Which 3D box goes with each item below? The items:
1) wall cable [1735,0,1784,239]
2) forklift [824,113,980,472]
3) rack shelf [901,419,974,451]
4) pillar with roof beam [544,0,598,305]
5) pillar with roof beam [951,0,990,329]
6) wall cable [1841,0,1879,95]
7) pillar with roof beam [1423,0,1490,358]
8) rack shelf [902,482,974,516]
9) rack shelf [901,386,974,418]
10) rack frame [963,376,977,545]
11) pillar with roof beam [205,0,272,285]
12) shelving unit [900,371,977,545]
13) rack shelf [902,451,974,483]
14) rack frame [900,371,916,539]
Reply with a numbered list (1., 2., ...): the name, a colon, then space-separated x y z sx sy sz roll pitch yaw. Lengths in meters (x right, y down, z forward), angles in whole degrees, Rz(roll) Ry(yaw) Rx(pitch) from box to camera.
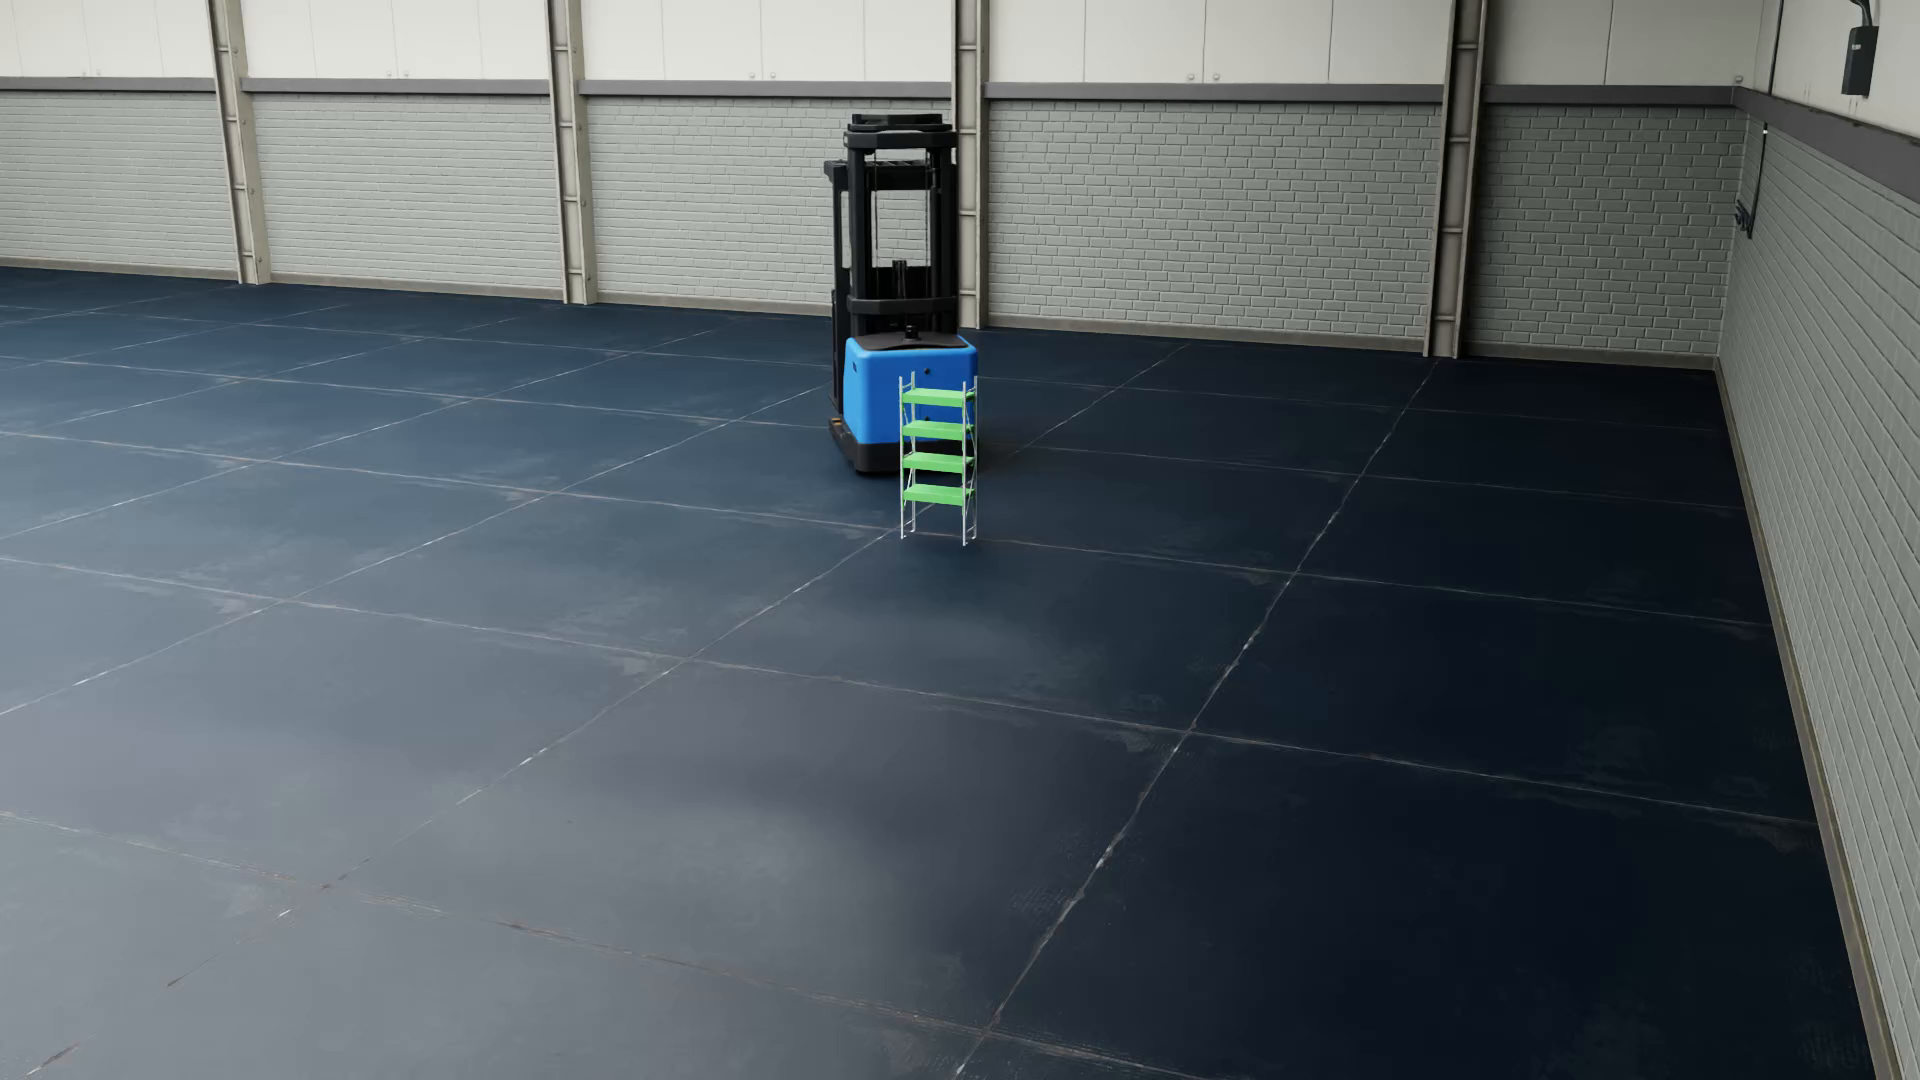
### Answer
1. wall cable: 7.966 -4.375 16.674 0.112 2.526 3.097 6 17 21
2. forklift: -0.617 -2.341 14.981 1.130 2.935 3.031 -3 16 -11
3. rack shelf: -0.154 -0.762 12.016 0.480 0.148 0.258 6 17 21
4. pillar with roof beam: -7.032 -6.622 18.843 0.400 9.000 9.100 6 17 21
5. pillar with roof beam: -1.450 -6.008 16.729 0.400 9.000 9.100 6 17 21
6. wall cable: 4.468 -5.039 7.292 0.169 6.003 2.305 6 17 21
7. pillar with roof beam: 4.131 -5.394 14.615 0.400 9.000 9.100 6 17 21
8. rack shelf: -0.154 -0.301 12.149 0.480 0.148 0.258 6 17 21
9. rack shelf: -0.154 -0.993 11.949 0.480 0.148 0.258 6 17 21
10. rack frame: 0.073 -0.568 11.979 0.015 1.200 0.240 6 17 21
11. pillar with roof beam: -12.613 -7.236 20.957 0.400 9.000 9.100 6 17 21
12. shelving unit: -0.154 -0.593 12.065 0.503 1.200 0.258 6 17 21
13. rack shelf: -0.154 -0.532 12.083 0.480 0.148 0.258 6 17 21
14. rack frame: -0.381 -0.618 12.151 0.015 1.200 0.240 6 17 21
